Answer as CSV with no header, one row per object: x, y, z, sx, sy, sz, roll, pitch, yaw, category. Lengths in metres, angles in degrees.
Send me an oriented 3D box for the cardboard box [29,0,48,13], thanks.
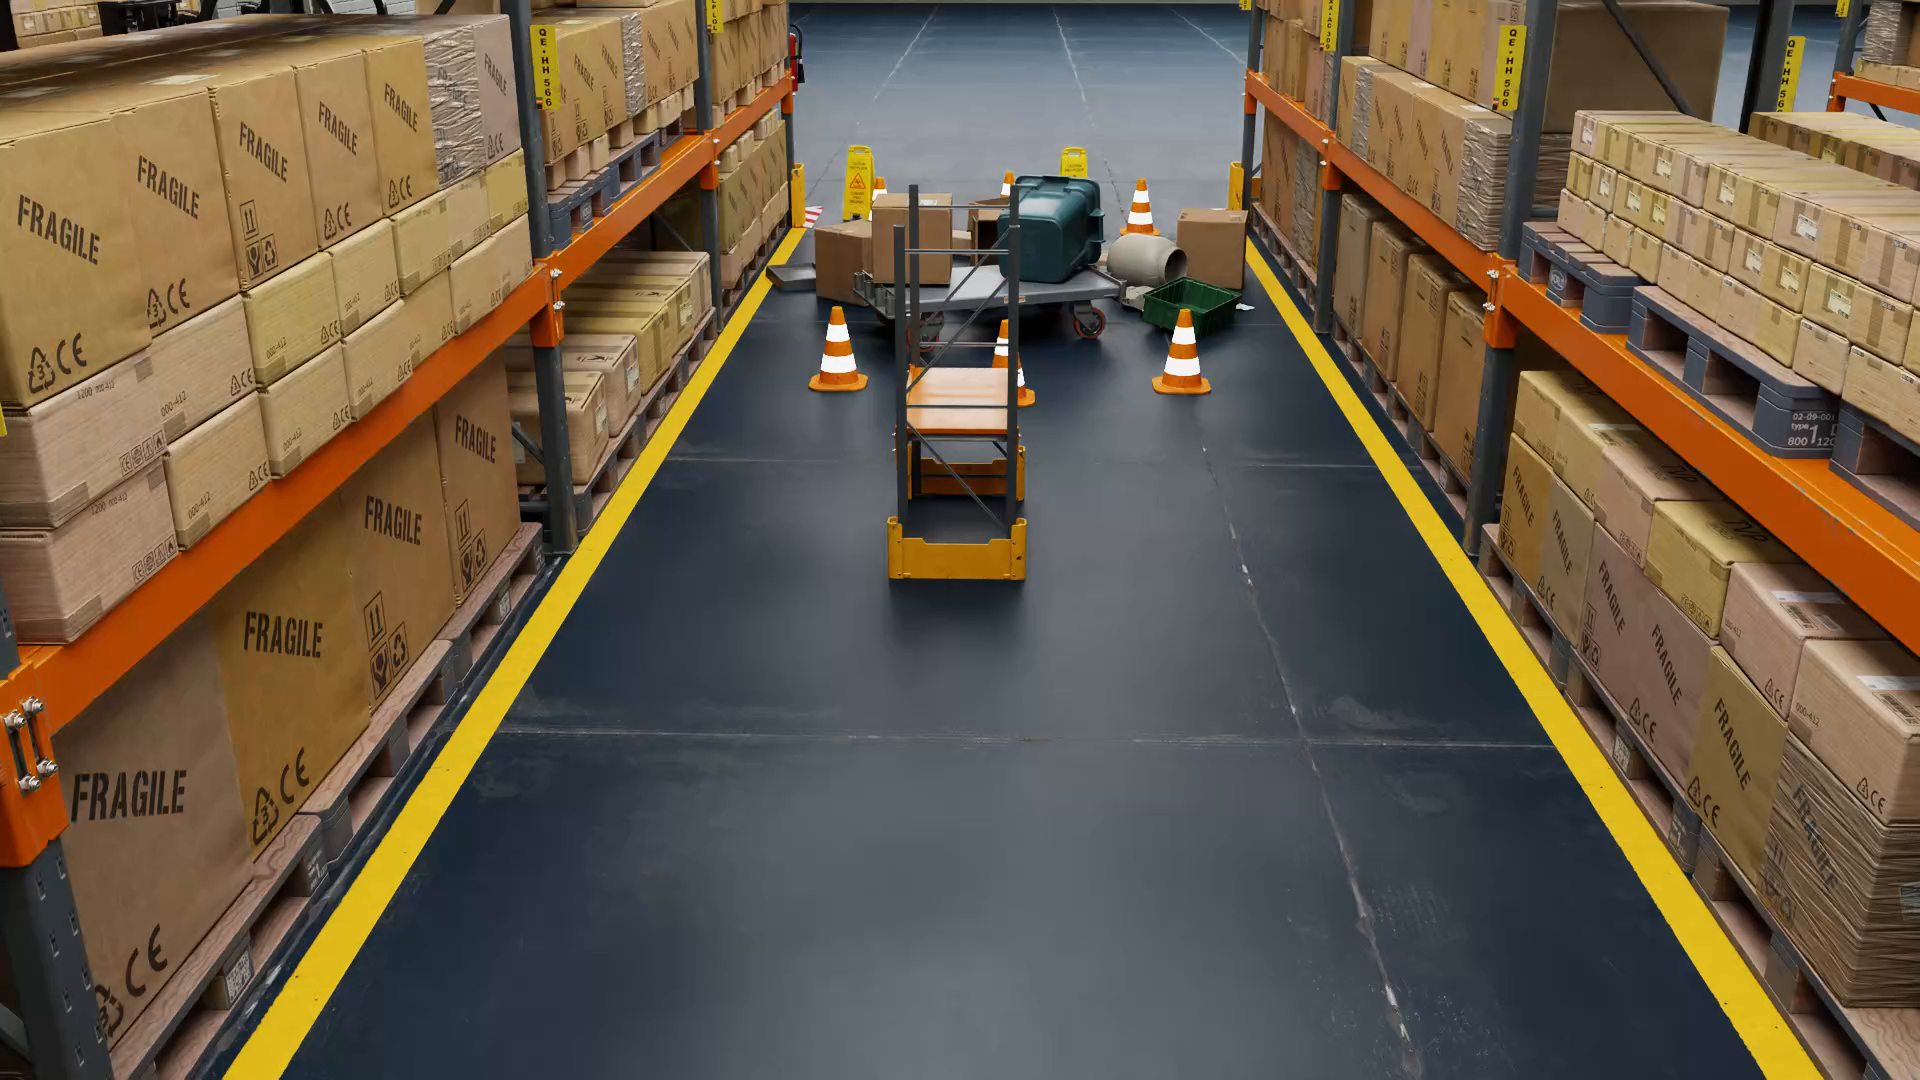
-6.735,-3.825,11.794,0.380,0.149,0.250,0,21,1,cardboard box

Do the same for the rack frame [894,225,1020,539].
-0.013,-0.546,6.863,0.500,1.500,0.032,1,21,2,rack frame

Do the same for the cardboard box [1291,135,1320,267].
2.976,-2.538,12.279,0.875,0.875,0.875,1,21,2,cardboard box

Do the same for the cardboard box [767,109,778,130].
-1.673,-3.384,13.391,0.380,0.149,0.250,1,21,3,cardboard box

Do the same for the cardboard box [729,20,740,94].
-1.803,-3.321,11.392,0.500,0.500,0.500,1,21,1,cardboard box

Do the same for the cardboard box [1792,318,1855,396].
2.462,-0.487,4.404,0.380,0.149,0.250,0,21,-1,cardboard box

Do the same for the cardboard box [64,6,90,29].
-6.709,-3.871,12.325,0.380,0.149,0.250,0,21,1,cardboard box

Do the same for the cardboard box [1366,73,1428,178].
2.546,-2.276,9.110,0.500,0.500,0.500,1,21,1,cardboard box

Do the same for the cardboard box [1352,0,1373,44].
2.909,-3.486,10.667,0.875,0.550,0.550,1,21,2,cardboard box

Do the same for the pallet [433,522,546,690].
-2.308,0.233,6.638,1.003,0.211,1.213,1,21,2,pallet

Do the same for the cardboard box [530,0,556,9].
-2.385,-2.921,8.884,0.380,0.149,0.250,2,21,5,cardboard box

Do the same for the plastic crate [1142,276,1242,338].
1.559,-1.573,11.244,0.450,0.188,0.662,23,29,25,plastic crate

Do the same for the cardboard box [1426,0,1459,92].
2.808,-2.562,8.464,0.700,0.500,0.500,0,21,1,cardboard box

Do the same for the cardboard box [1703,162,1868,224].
2.496,-1.050,5.031,0.380,0.149,0.250,1,21,3,cardboard box

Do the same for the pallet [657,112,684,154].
-2.256,-2.434,9.920,1.003,0.211,1.213,1,21,2,pallet

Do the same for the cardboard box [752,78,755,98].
-1.729,-3.345,12.350,0.380,0.149,0.250,1,21,1,cardboard box

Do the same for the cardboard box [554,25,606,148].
-1.955,-2.081,7.616,0.500,0.500,0.500,2,21,4,cardboard box

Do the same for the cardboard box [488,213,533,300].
-1.965,-1.096,6.414,0.500,0.250,0.500,0,21,0,cardboard box

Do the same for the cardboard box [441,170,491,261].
-1.982,-1.151,5.866,0.500,0.250,0.500,0,21,0,cardboard box

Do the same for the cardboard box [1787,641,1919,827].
2.390,0.460,4.034,0.500,0.250,0.500,0,21,0,cardboard box

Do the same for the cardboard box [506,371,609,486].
-2.182,-0.527,7.791,0.950,0.372,0.625,-1,21,-2,cardboard box

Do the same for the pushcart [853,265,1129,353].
0.193,-1.568,11.049,1.648,0.377,0.936,-7,22,-17,pushcart

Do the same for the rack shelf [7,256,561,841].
-2.270,-0.293,5.132,1.077,0.370,4.000,1,21,2,rack shelf

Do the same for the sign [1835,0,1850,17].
7.397,-4.545,13.898,0.100,0.325,0.005,1,21,2,sign

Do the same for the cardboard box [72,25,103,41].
-6.724,-3.609,12.544,0.500,0.500,0.500,1,21,2,cardboard box

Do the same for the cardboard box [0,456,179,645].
-2.053,0.008,3.568,0.500,0.250,0.500,0,21,0,cardboard box

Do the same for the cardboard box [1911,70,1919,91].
7.642,-3.556,12.895,0.380,0.149,0.250,1,21,2,cardboard box

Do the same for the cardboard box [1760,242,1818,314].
2.471,-0.727,4.613,0.380,0.149,0.250,1,21,2,cardboard box

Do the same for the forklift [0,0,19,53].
-4.769,-1.712,7.890,1.130,2.935,3.031,0,21,1,forklift

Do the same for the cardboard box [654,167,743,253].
-1.799,-2.272,11.421,0.500,0.500,0.500,2,21,4,cardboard box

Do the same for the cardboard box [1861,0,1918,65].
7.896,-4.122,13.456,0.875,0.500,0.500,1,21,2,cardboard box

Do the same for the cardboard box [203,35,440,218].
-1.992,-1.309,5.237,0.500,0.500,0.500,1,21,2,cardboard box

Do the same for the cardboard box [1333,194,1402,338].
2.935,-1.701,10.297,1.050,0.750,0.750,1,21,1,cardboard box

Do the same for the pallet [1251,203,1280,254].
3.039,-2.636,14.031,1.003,0.211,1.213,1,21,2,pallet

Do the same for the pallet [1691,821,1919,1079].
2.642,1.131,4.322,1.003,0.211,1.213,1,21,2,pallet

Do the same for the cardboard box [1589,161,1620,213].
2.520,-1.280,6.038,0.380,0.149,0.250,2,21,4,cardboard box

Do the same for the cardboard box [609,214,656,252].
-2.338,-2.278,11.438,0.500,0.500,0.500,0,21,1,cardboard box

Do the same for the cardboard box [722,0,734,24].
-1.857,-3.606,10.744,0.700,0.500,0.500,0,21,1,cardboard box

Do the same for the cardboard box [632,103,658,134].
-1.872,-2.319,9.125,0.380,0.149,0.250,1,21,2,cardboard box

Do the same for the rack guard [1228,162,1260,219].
2.986,-3.070,14.749,1.175,0.500,0.348,1,21,2,rack guard

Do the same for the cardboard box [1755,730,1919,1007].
2.391,0.812,4.165,0.500,0.500,0.500,0,21,1,cardboard box

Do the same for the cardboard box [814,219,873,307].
-0.695,-2.006,12.005,0.500,0.500,0.500,18,27,38,cardboard box

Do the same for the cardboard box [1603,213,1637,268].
2.510,-1.058,5.876,0.380,0.149,0.250,2,21,4,cardboard box

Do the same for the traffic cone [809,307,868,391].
-0.726,-1.151,9.857,0.336,0.463,0.334,1,21,2,traffic cone

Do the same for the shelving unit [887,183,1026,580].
0.002,-0.727,7.329,0.587,1.500,1.083,1,21,2,shelving unit

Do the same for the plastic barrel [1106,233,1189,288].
1.365,-2.006,12.114,0.512,0.421,0.421,18,27,38,plastic barrel

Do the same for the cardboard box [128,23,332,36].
-2.474,-1.509,5.752,0.500,0.500,0.500,1,21,2,cardboard box

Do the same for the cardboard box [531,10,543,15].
-2.436,-2.467,8.610,0.500,0.500,0.500,0,21,-1,cardboard box

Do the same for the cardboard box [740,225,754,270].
-1.795,-2.115,12.054,0.500,0.250,0.500,2,21,5,cardboard box

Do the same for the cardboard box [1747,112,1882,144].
3.185,-1.507,6.212,0.380,0.149,0.250,0,21,0,cardboard box

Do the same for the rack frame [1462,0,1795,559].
2.742,-1.334,6.820,1.000,3.000,0.127,1,21,2,rack frame
